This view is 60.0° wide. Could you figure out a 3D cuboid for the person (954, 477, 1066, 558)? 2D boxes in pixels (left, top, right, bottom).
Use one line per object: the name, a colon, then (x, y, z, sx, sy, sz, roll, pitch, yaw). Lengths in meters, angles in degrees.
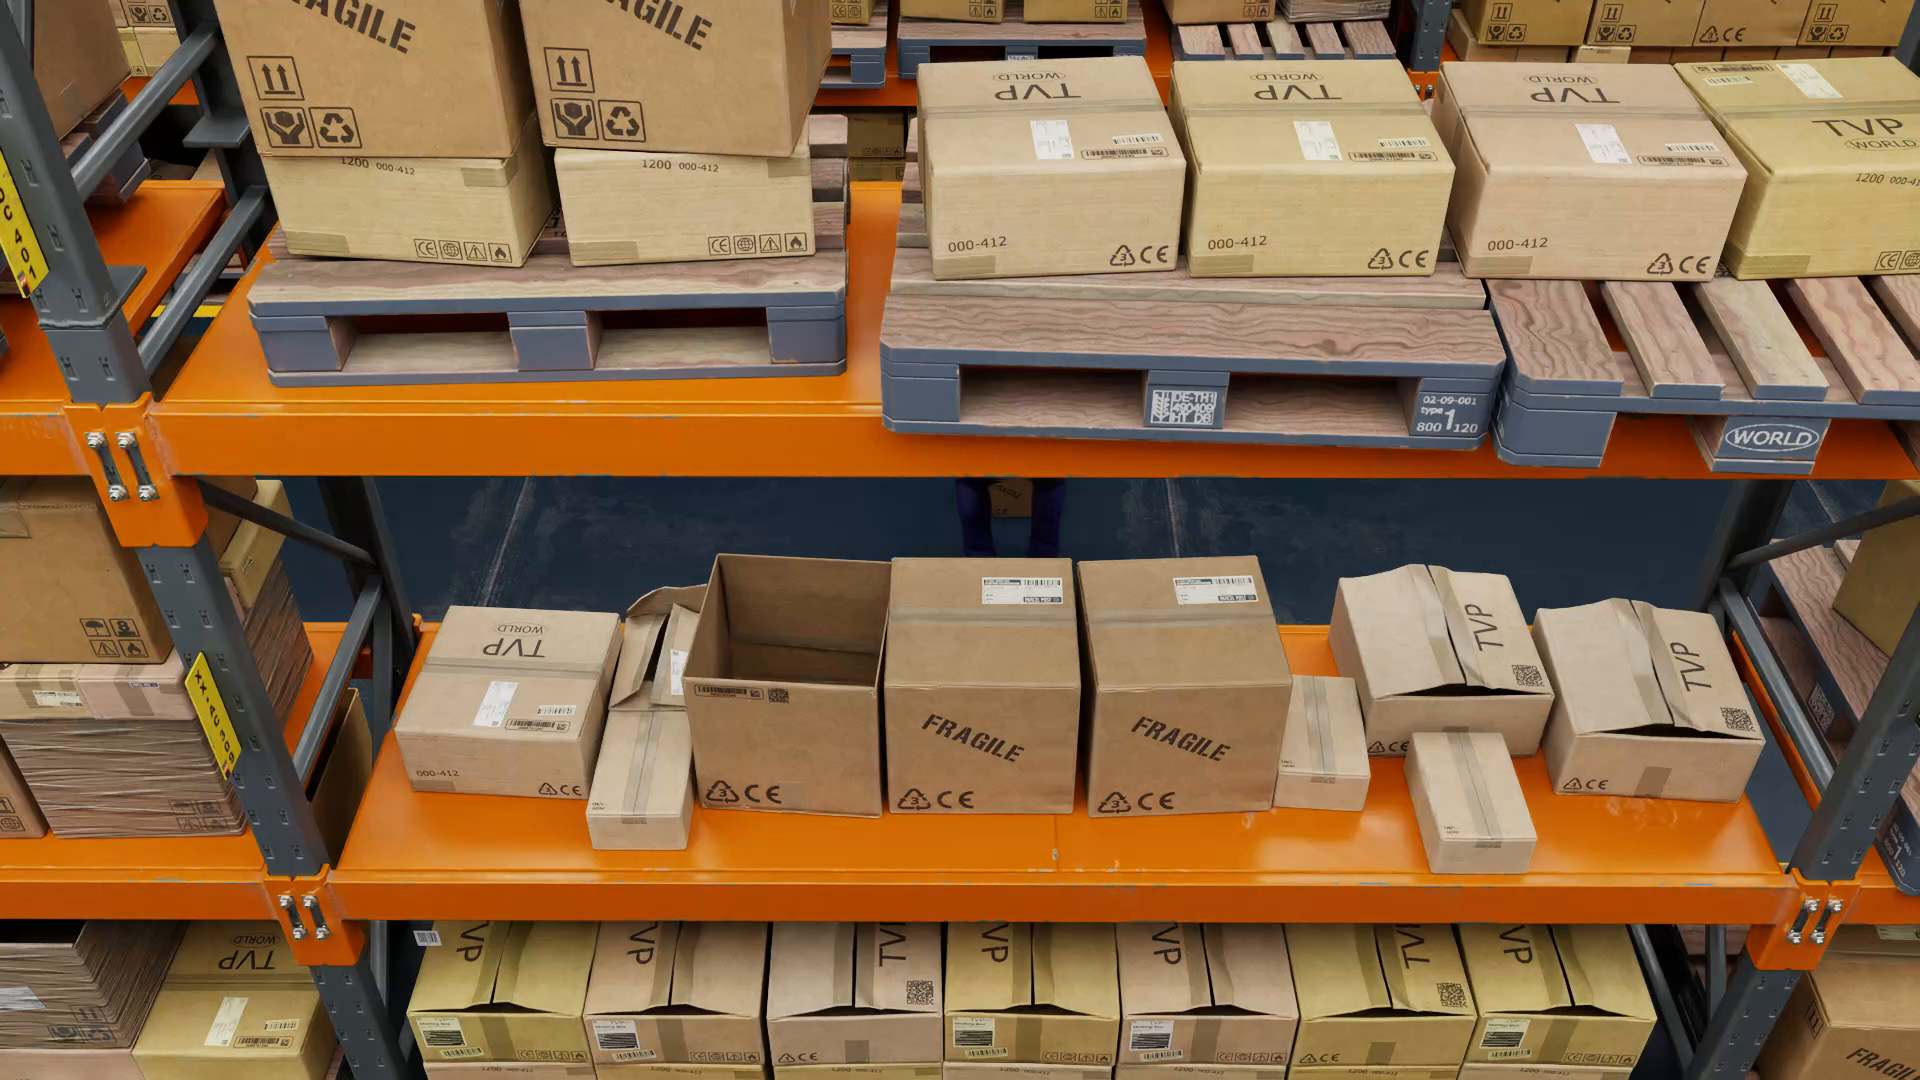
person: (0.192, -0.445, 6.844, 0.525, 1.478, 0.552, 0, 40, 1)
